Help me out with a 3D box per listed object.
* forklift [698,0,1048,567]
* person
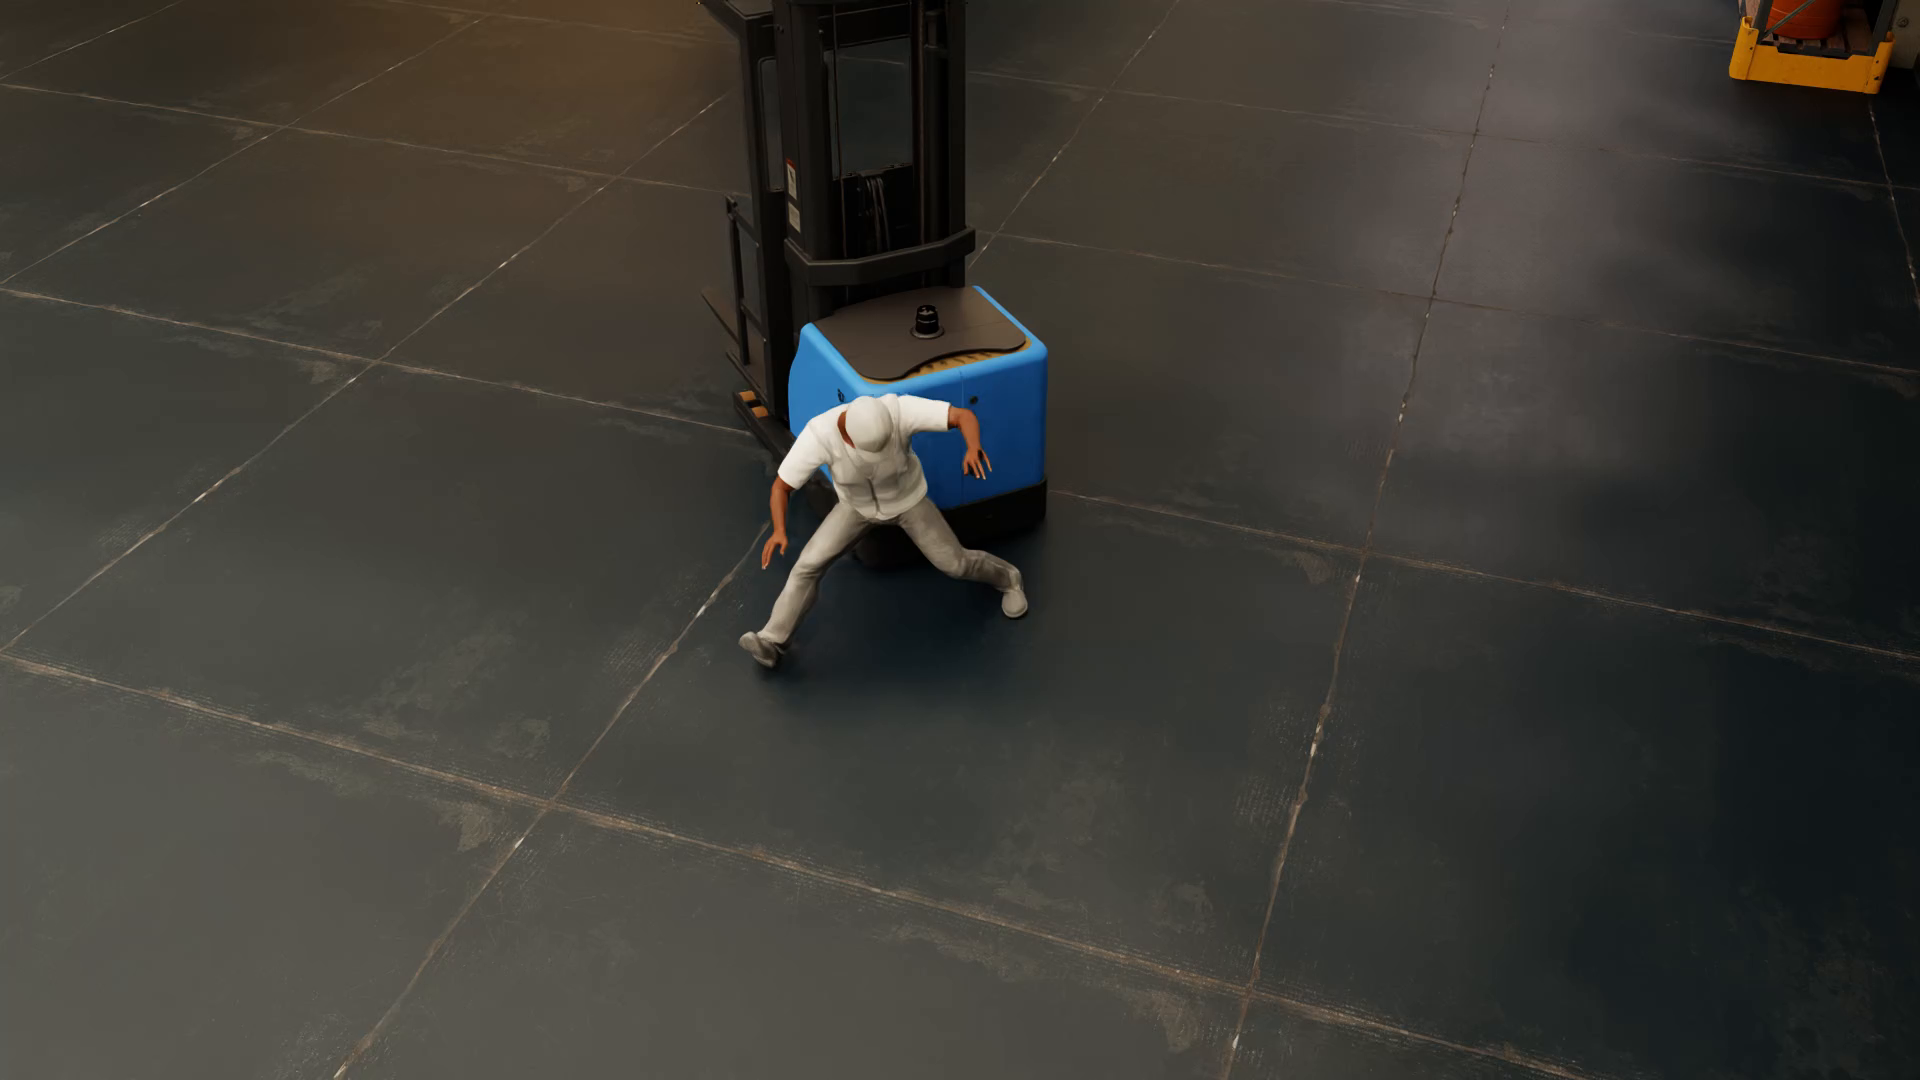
[{"bbox_3d":[-0.658,-1.897,8.786,1.130,2.935,3.031,-16,38,-21],"label":"forklift"},{"bbox_3d":[-0.337,-0.112,7.615,1.312,1.378,0.871,2,35,3],"label":"person"}]
